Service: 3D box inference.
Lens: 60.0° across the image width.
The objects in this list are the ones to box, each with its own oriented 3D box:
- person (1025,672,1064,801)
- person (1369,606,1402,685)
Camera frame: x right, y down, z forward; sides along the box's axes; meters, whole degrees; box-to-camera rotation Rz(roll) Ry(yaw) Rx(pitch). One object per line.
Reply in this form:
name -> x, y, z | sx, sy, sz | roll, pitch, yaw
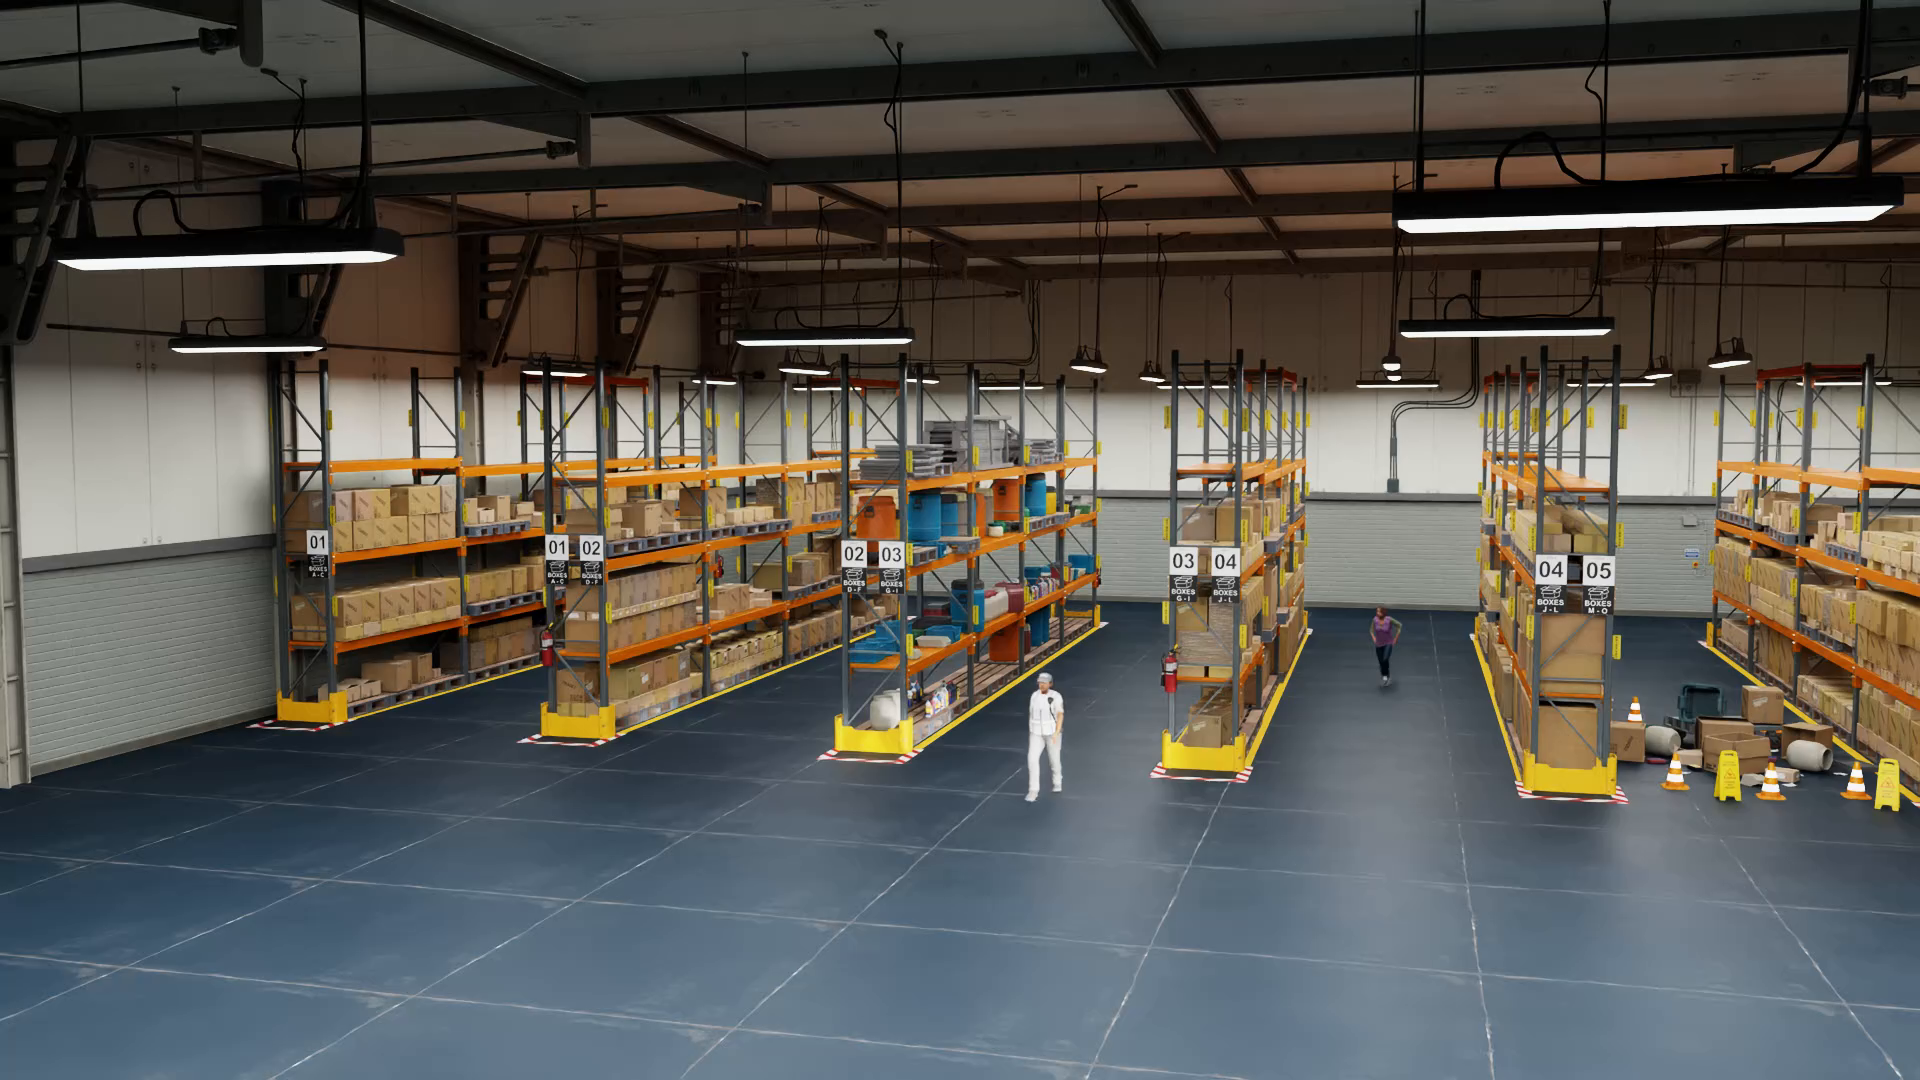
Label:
person -> 1.132, 2.588, 22.115 | 0.500, 1.645, 0.853 | 1, 4, 19
person -> 8.023, 1.975, 31.319 | 0.593, 1.515, 0.788 | 2, 5, 26
